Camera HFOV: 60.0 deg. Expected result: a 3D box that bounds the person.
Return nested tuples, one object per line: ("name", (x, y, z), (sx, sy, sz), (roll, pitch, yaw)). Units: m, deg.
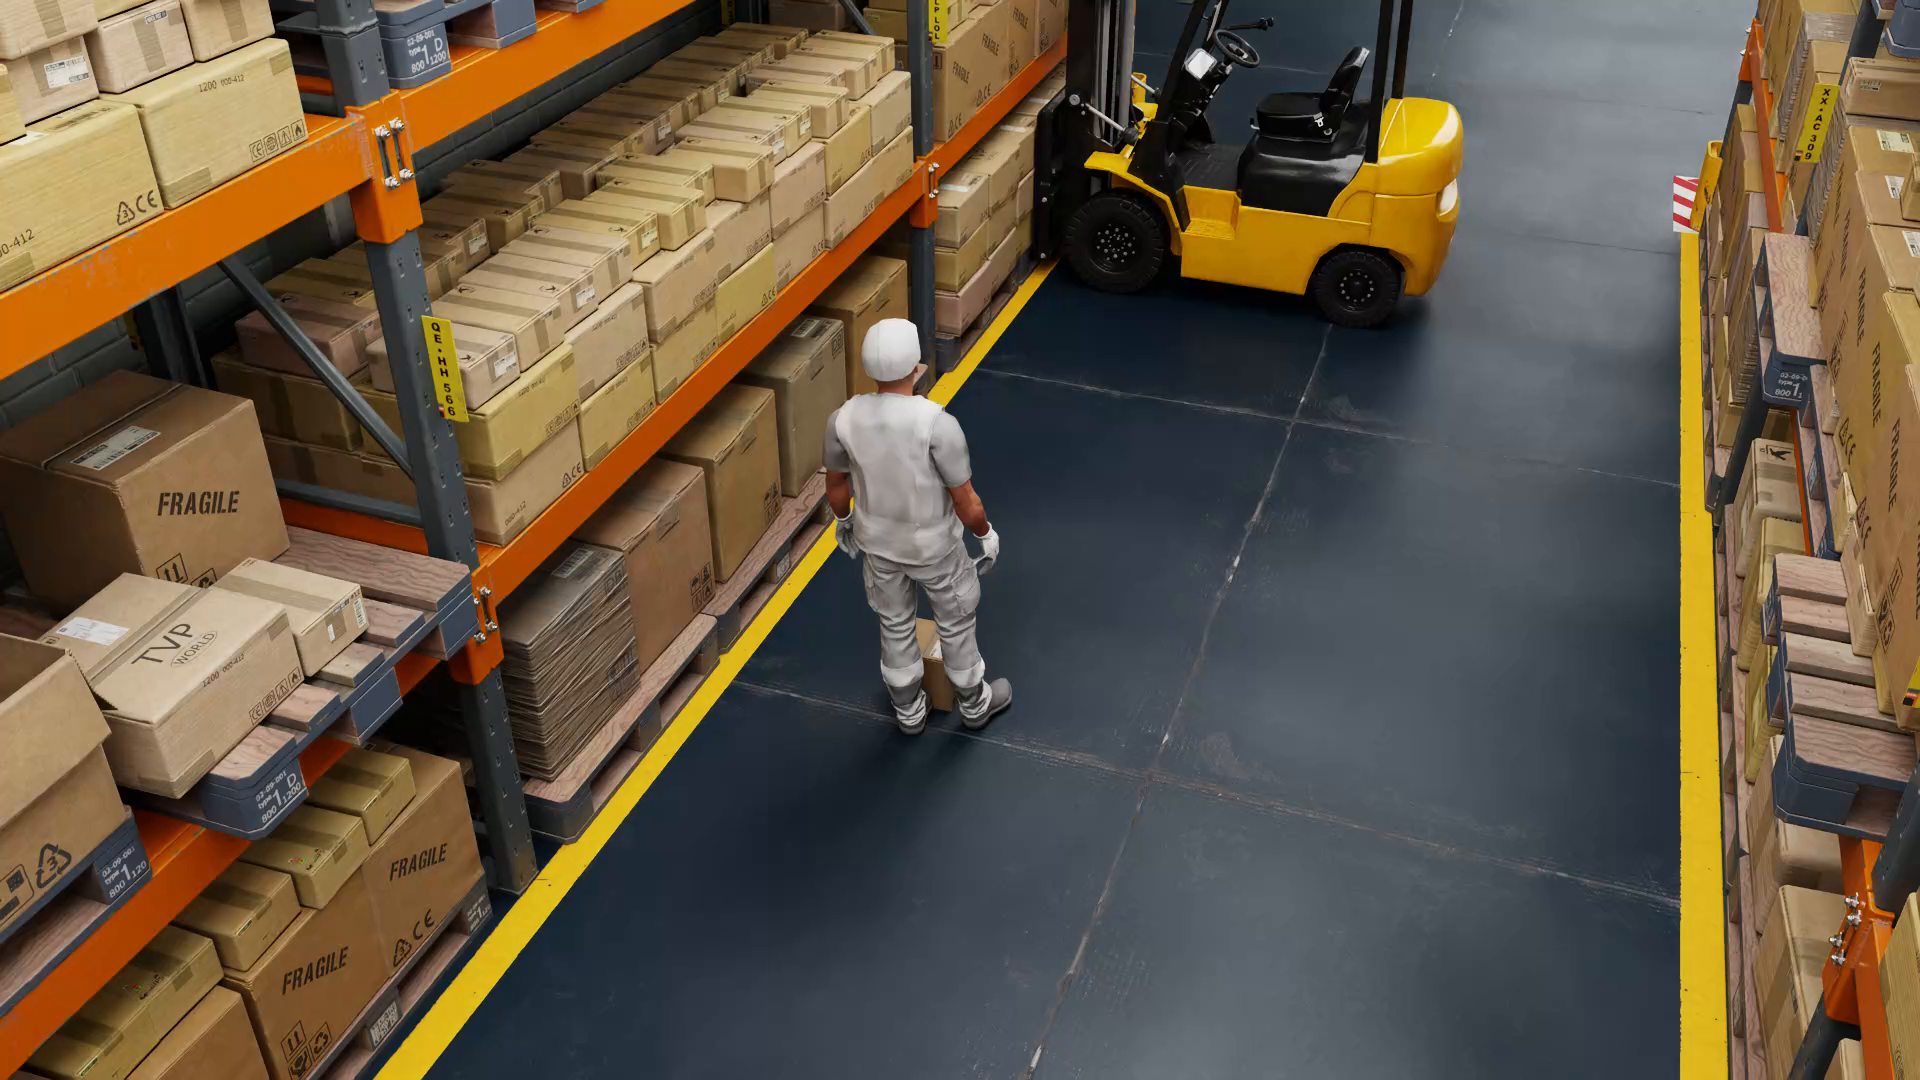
("person", (-0.148, -0.044, 6.167), (0.638, 1.789, 0.563), (11, 35, 17))
